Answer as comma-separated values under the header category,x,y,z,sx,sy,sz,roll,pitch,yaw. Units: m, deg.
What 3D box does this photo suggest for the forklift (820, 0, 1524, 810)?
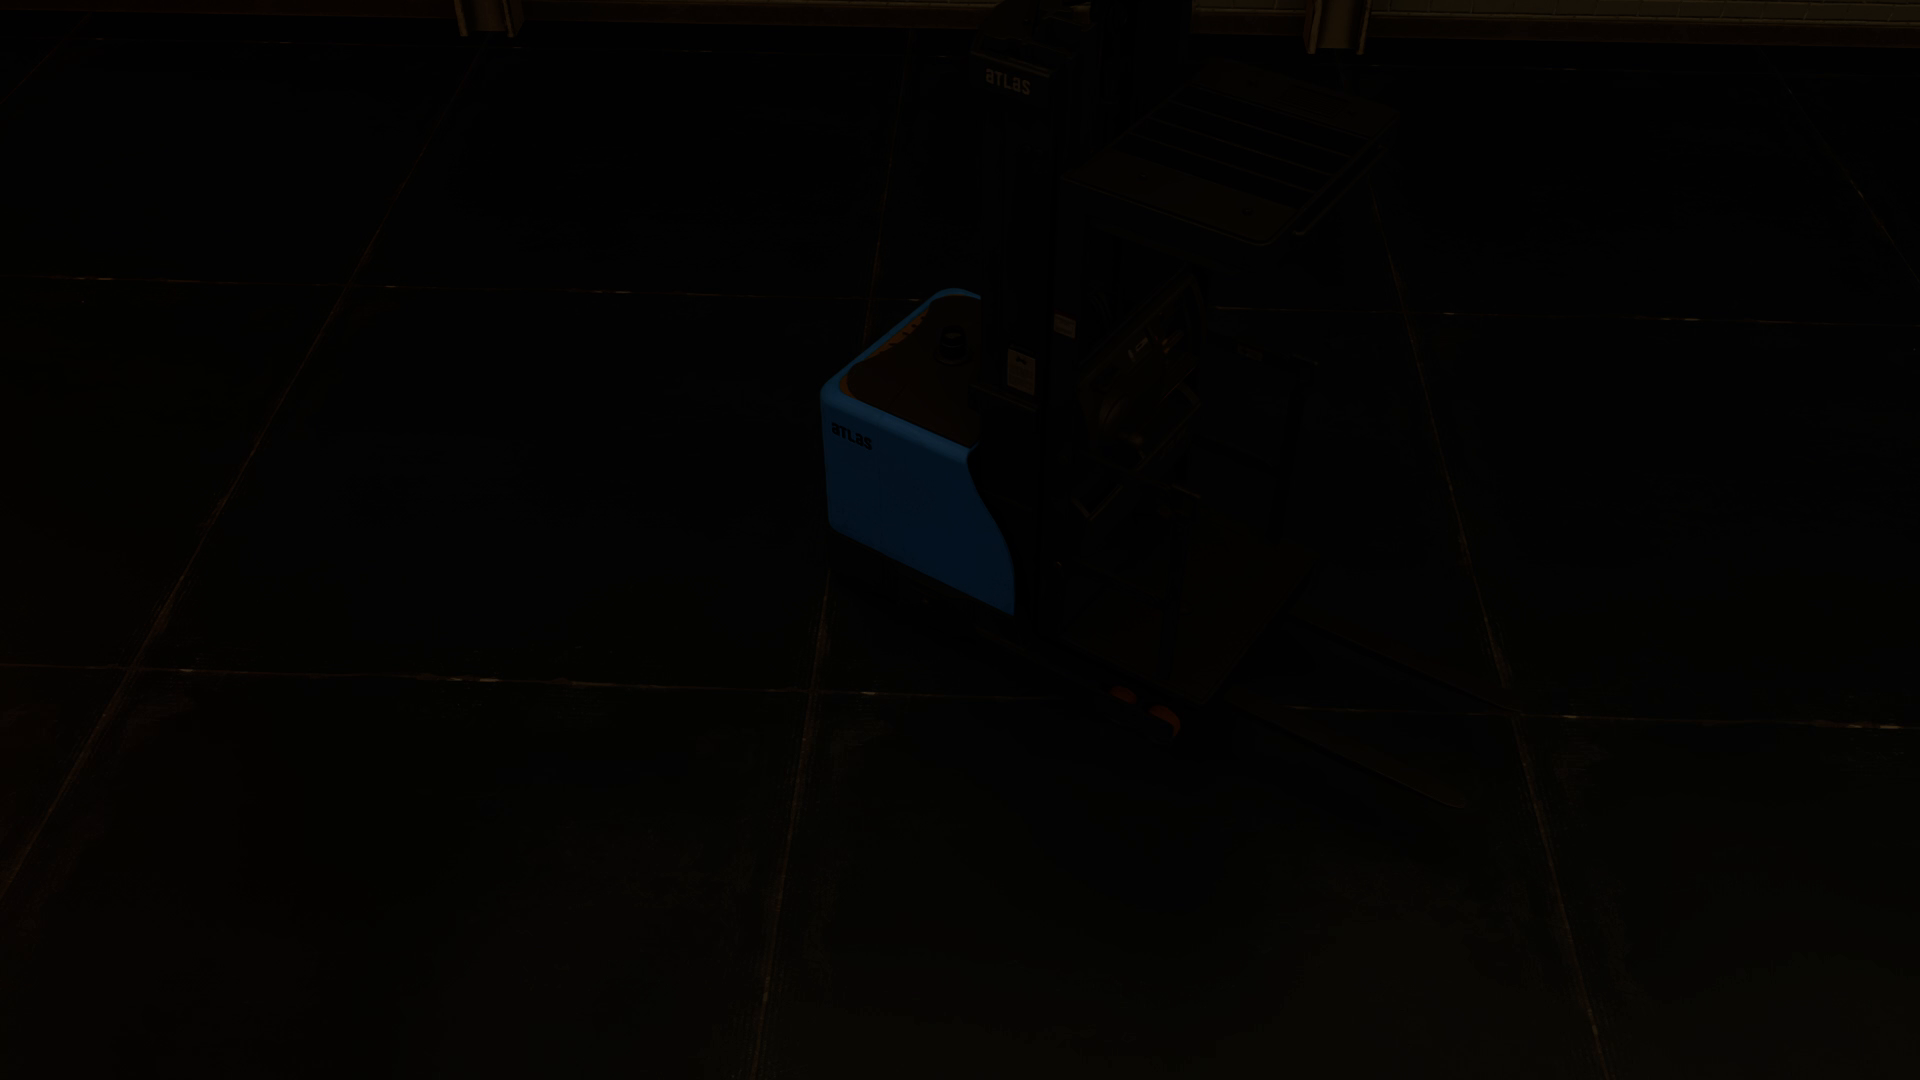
category,x,y,z,sx,sy,sz,roll,pitch,yaw
forklift,0.891,-0.637,6.440,3.031,2.935,1.130,25,48,25
